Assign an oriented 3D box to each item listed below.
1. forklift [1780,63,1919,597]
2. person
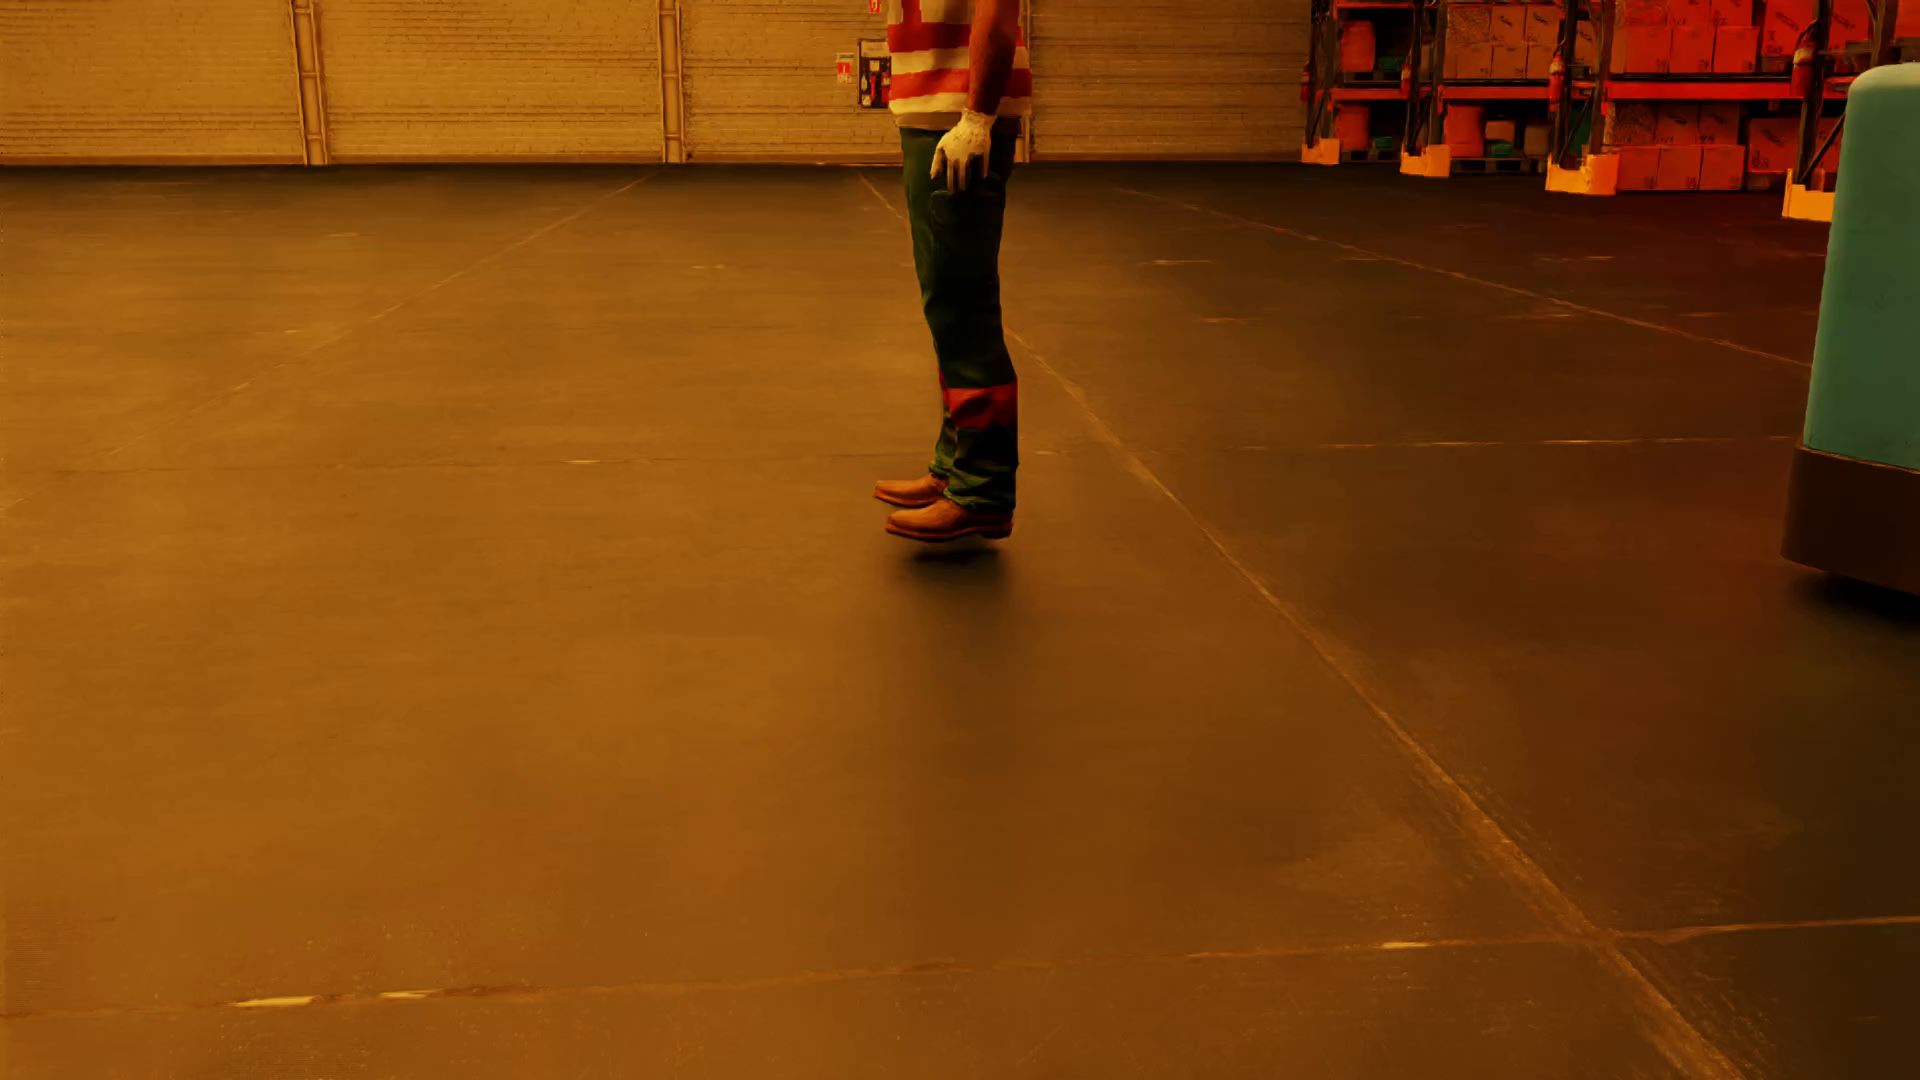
[{"bbox_3d":[3.296,-1.368,3.375,3.031,2.935,1.130,-7,16,-25],"label":"forklift"},{"bbox_3d":[-0.021,-0.904,3.695,0.349,1.795,0.540,-1,15,-5],"label":"person"}]
